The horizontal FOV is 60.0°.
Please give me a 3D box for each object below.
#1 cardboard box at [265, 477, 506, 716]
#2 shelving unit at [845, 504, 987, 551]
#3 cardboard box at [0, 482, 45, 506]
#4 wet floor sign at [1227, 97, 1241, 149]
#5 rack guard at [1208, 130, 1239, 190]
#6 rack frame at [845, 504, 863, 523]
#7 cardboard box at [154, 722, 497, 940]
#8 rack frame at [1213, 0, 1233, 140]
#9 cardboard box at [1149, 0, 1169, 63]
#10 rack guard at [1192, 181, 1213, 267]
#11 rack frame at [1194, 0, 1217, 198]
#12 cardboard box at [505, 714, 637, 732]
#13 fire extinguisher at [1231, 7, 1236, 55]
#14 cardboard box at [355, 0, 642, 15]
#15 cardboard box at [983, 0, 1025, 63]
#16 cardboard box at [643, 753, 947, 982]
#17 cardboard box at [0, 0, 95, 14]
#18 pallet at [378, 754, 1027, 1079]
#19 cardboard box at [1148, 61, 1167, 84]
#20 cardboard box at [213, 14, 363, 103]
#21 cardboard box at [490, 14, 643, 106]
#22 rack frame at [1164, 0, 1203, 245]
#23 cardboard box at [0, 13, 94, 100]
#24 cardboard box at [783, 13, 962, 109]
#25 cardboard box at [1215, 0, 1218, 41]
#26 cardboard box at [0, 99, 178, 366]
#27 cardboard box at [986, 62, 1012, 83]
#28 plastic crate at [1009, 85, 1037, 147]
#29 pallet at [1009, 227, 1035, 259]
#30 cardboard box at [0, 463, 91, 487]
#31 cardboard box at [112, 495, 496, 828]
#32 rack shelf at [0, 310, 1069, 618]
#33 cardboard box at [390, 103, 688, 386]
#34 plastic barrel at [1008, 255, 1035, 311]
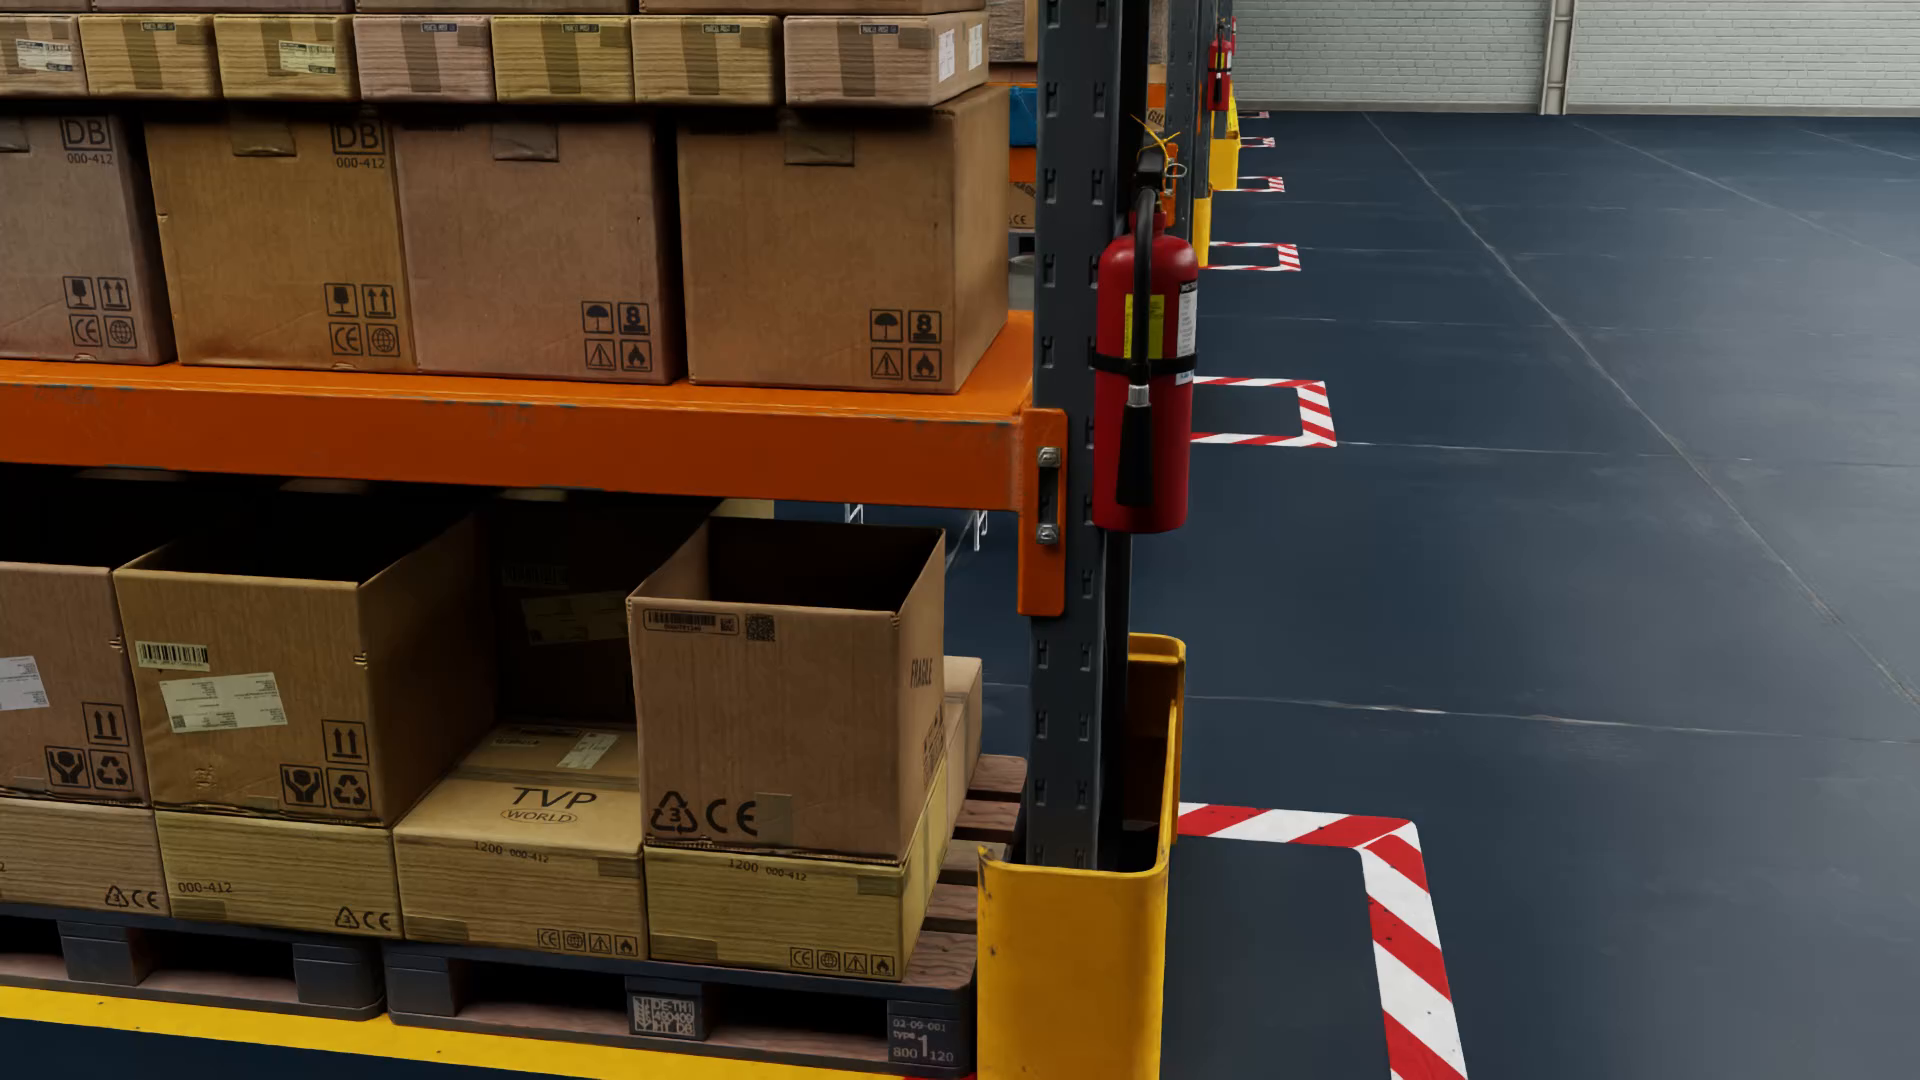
[{"bbox_3d":[-1.222,0.065,3.871,0.500,0.500,0.500,3,19,9],"label":"cardboard box"},{"bbox_3d":[-0.163,-0.577,6.138,0.503,1.200,0.258,3,19,9],"label":"shelving unit"},{"bbox_3d":[-2.292,0.178,3.534,0.500,0.500,0.500,3,19,9],"label":"cardboard box"},{"bbox_3d":[3.427,-5.288,21.092,0.232,0.644,0.267,10,21,27],"label":"wet floor sign"},{"bbox_3d":[2.747,-4.007,17.492,0.348,0.500,1.175,3,19,9],"label":"rack guard"},{"bbox_3d":[-0.404,-0.590,6.174,0.015,1.200,0.240,3,19,9],"label":"rack frame"},{"bbox_3d":[-1.304,0.583,3.506,0.500,0.250,0.500,3,19,9],"label":"cardboard box"},{"bbox_3d":[2.723,-5.194,17.099,0.127,3.000,1.000,3,19,9],"label":"rack frame"},{"bbox_3d":[1.298,-3.870,12.515,0.500,0.500,0.875,3,19,9],"label":"cardboard box"},{"bbox_3d":[1.762,-2.463,12.878,0.348,0.500,1.175,3,19,9],"label":"rack guard"},{"bbox_3d":[1.837,-3.645,12.470,0.127,3.000,1.000,3,19,9],"label":"rack frame"},{"bbox_3d":[-0.726,0.442,3.925,0.500,0.250,0.500,3,19,9],"label":"cardboard box"},{"bbox_3d":[3.449,-6.563,21.312,0.183,0.674,0.296,3,19,9],"label":"fire extinguisher"},{"bbox_3d":[-0.769,-1.259,3.137,0.500,0.500,0.700,2,19,7],"label":"cardboard box"},{"bbox_3d":[0.299,-3.896,12.594,0.500,0.500,0.875,3,19,9],"label":"cardboard box"},{"bbox_3d":[-0.314,0.629,3.368,0.500,0.250,0.500,3,19,9],"label":"cardboard box"},{"bbox_3d":[-1.762,-1.310,3.288,0.500,0.500,0.700,3,19,9],"label":"cardboard box"},{"bbox_3d":[-0.500,0.755,3.713,1.213,0.211,1.003,3,19,9],"label":"pallet"},{"bbox_3d":[1.523,-3.476,12.359,0.250,0.149,0.380,3,19,9],"label":"cardboard box"},{"bbox_3d":[-1.164,-0.908,3.111,0.250,0.149,0.380,4,19,10],"label":"cardboard box"},{"bbox_3d":[-0.657,-0.882,3.032,0.250,0.149,0.380,3,19,8],"label":"cardboard box"},{"bbox_3d":[1.051,-2.093,7.832,0.127,3.000,1.000,3,19,9],"label":"rack frame"},{"bbox_3d":[-1.677,-0.934,3.186,0.250,0.149,0.380,3,19,8],"label":"cardboard box"},{"bbox_3d":[-0.145,-0.856,2.955,0.250,0.149,0.380,3,19,8],"label":"cardboard box"},{"bbox_3d":[2.350,-5.269,17.088,0.550,0.550,0.875,3,19,9],"label":"cardboard box"},{"bbox_3d":[-1.726,-0.694,3.491,0.500,0.500,0.700,3,19,10],"label":"cardboard box"},{"bbox_3d":[0.286,-3.533,12.532,0.250,0.149,0.380,3,19,9],"label":"cardboard box"},{"bbox_3d":[0.510,-1.954,7.651,0.616,0.251,0.499,3,19,9],"label":"plastic crate"},{"bbox_3d":[0.965,-2.378,13.079,1.213,0.211,1.003,3,19,9],"label":"pallet"},{"bbox_3d":[-2.209,0.014,4.024,0.500,0.500,0.500,3,19,9],"label":"cardboard box"},{"bbox_3d":[-1.304,0.228,3.384,0.500,0.500,0.500,3,19,9],"label":"cardboard box"},{"bbox_3d":[-1.713,-0.301,3.610,4.000,0.370,1.077,3,19,9],"label":"rack shelf"},{"bbox_3d":[-0.716,-0.642,3.336,0.500,0.500,0.700,3,19,10],"label":"cardboard box"},{"bbox_3d":[0.389,-1.122,8.188,0.421,0.512,0.421,0,18,0],"label":"plastic barrel"}]
